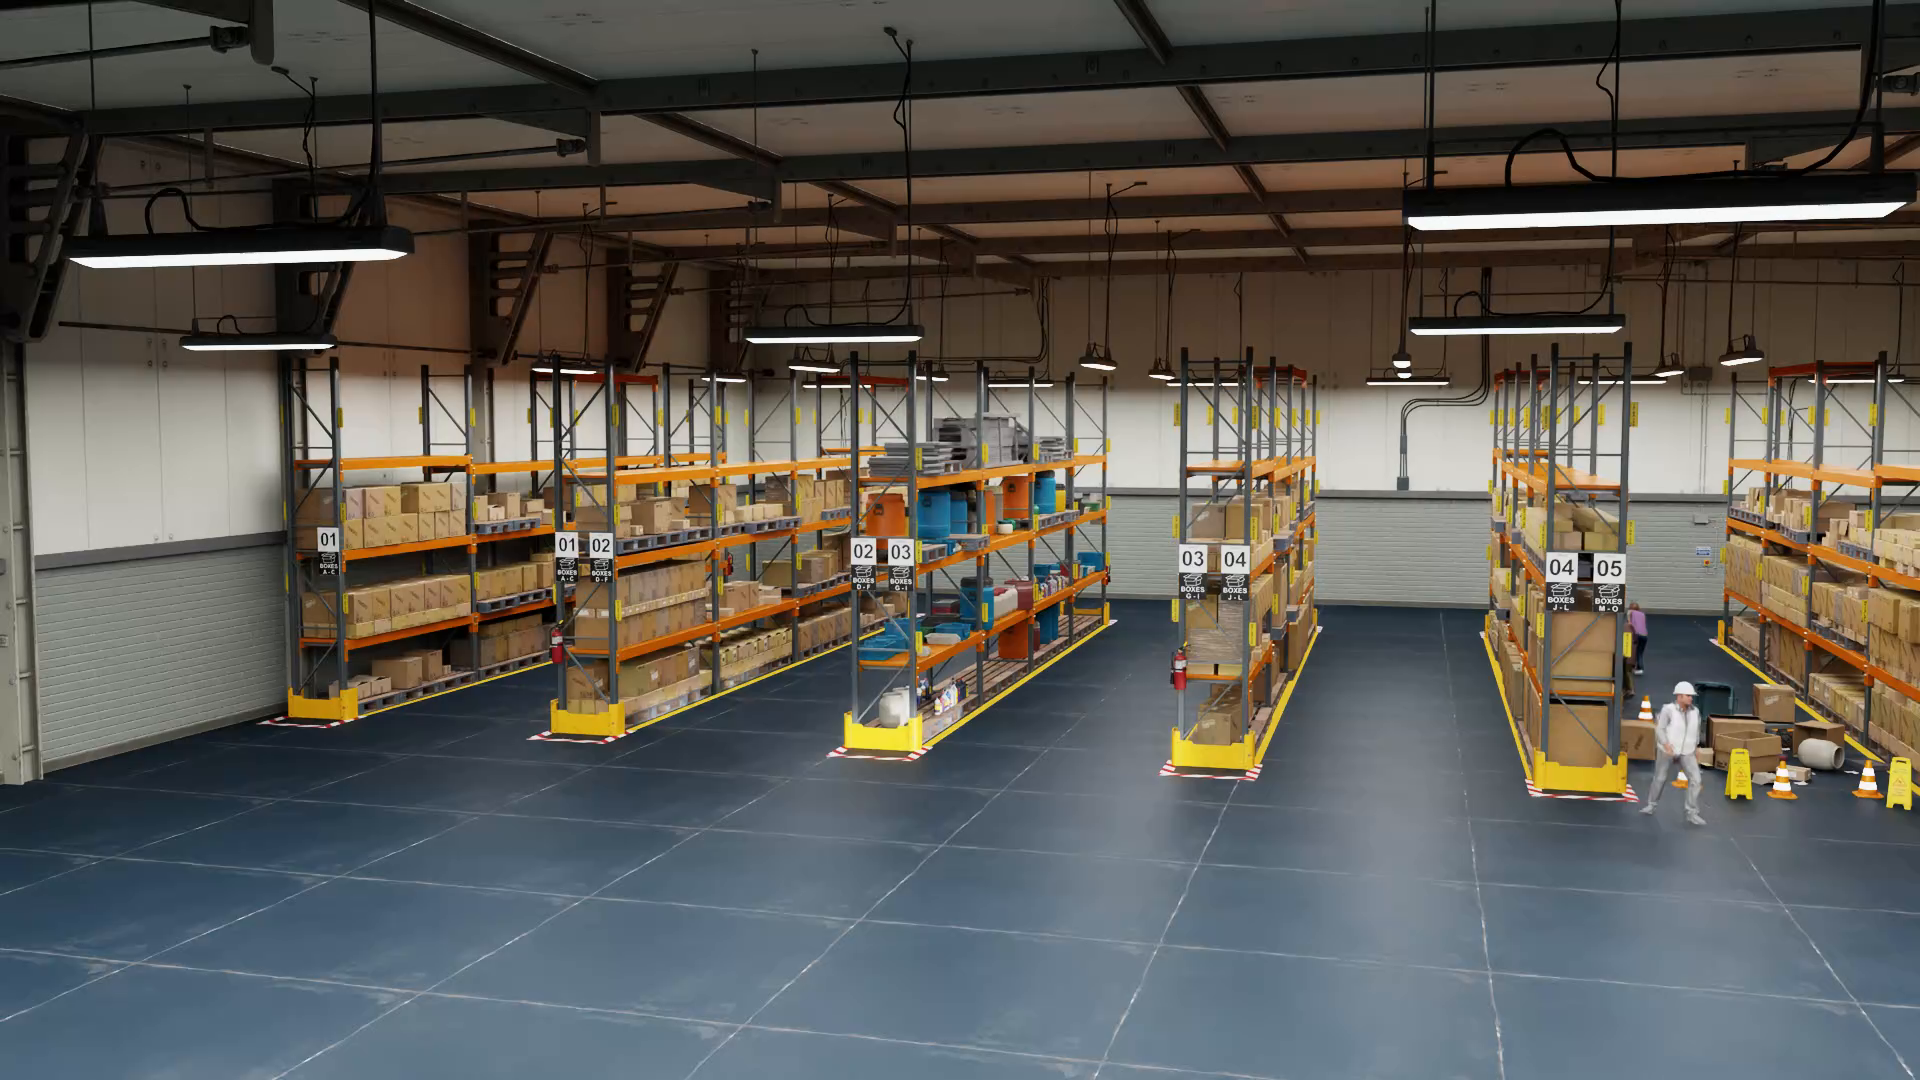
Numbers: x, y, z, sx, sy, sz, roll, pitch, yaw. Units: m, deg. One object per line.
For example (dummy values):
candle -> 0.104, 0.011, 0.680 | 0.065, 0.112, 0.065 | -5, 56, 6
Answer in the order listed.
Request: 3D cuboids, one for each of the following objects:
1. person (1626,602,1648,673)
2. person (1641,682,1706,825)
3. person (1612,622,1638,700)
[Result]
person -> 13.309, 1.924, 32.713 | 0.498, 1.329, 0.978 | 0, 4, 2
person -> 8.882, 2.601, 20.590 | 0.652, 1.721, 0.835 | 0, 4, 0
person -> 11.802, 2.078, 29.511 | 0.690, 1.572, 1.199 | 0, 4, -2
